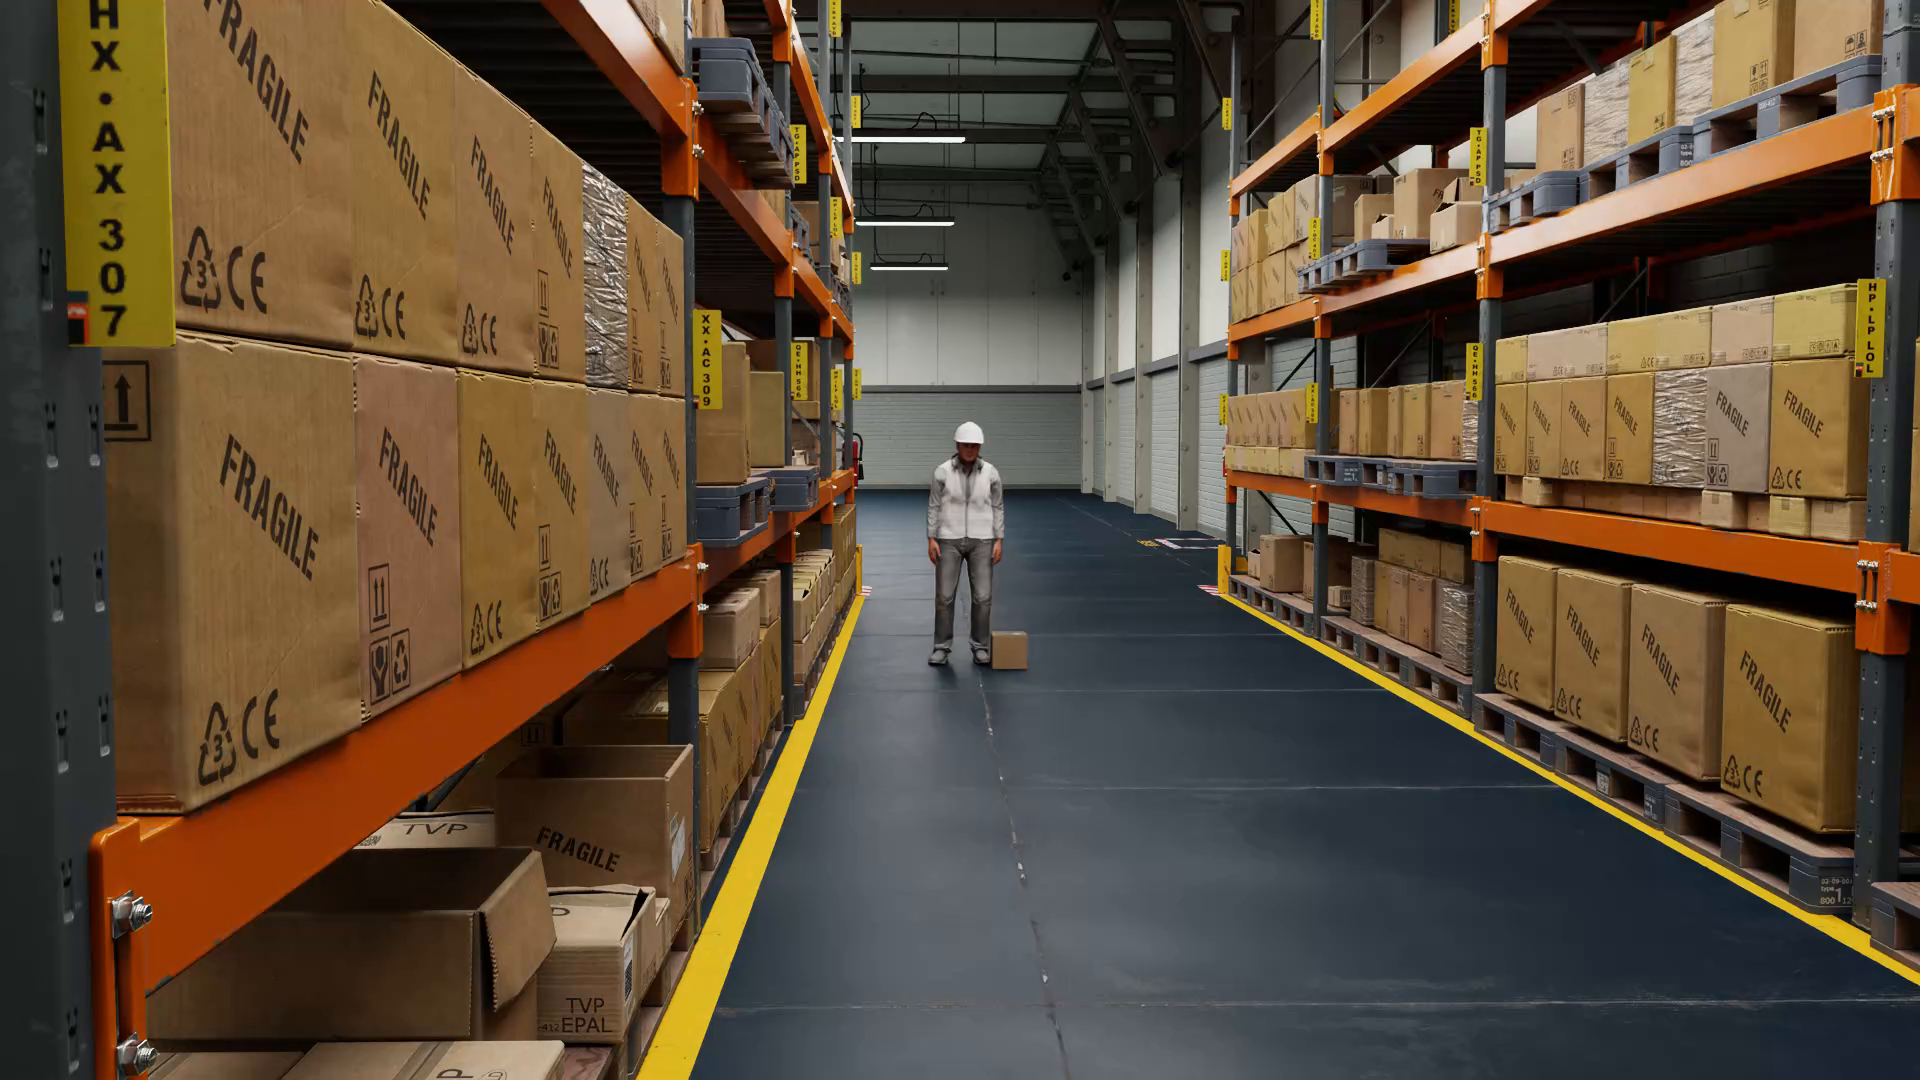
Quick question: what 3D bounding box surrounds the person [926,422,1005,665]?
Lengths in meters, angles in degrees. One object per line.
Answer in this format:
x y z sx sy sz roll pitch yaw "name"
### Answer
0.037 0.022 12.209 0.566 1.767 0.465 0 4 -4 "person"
